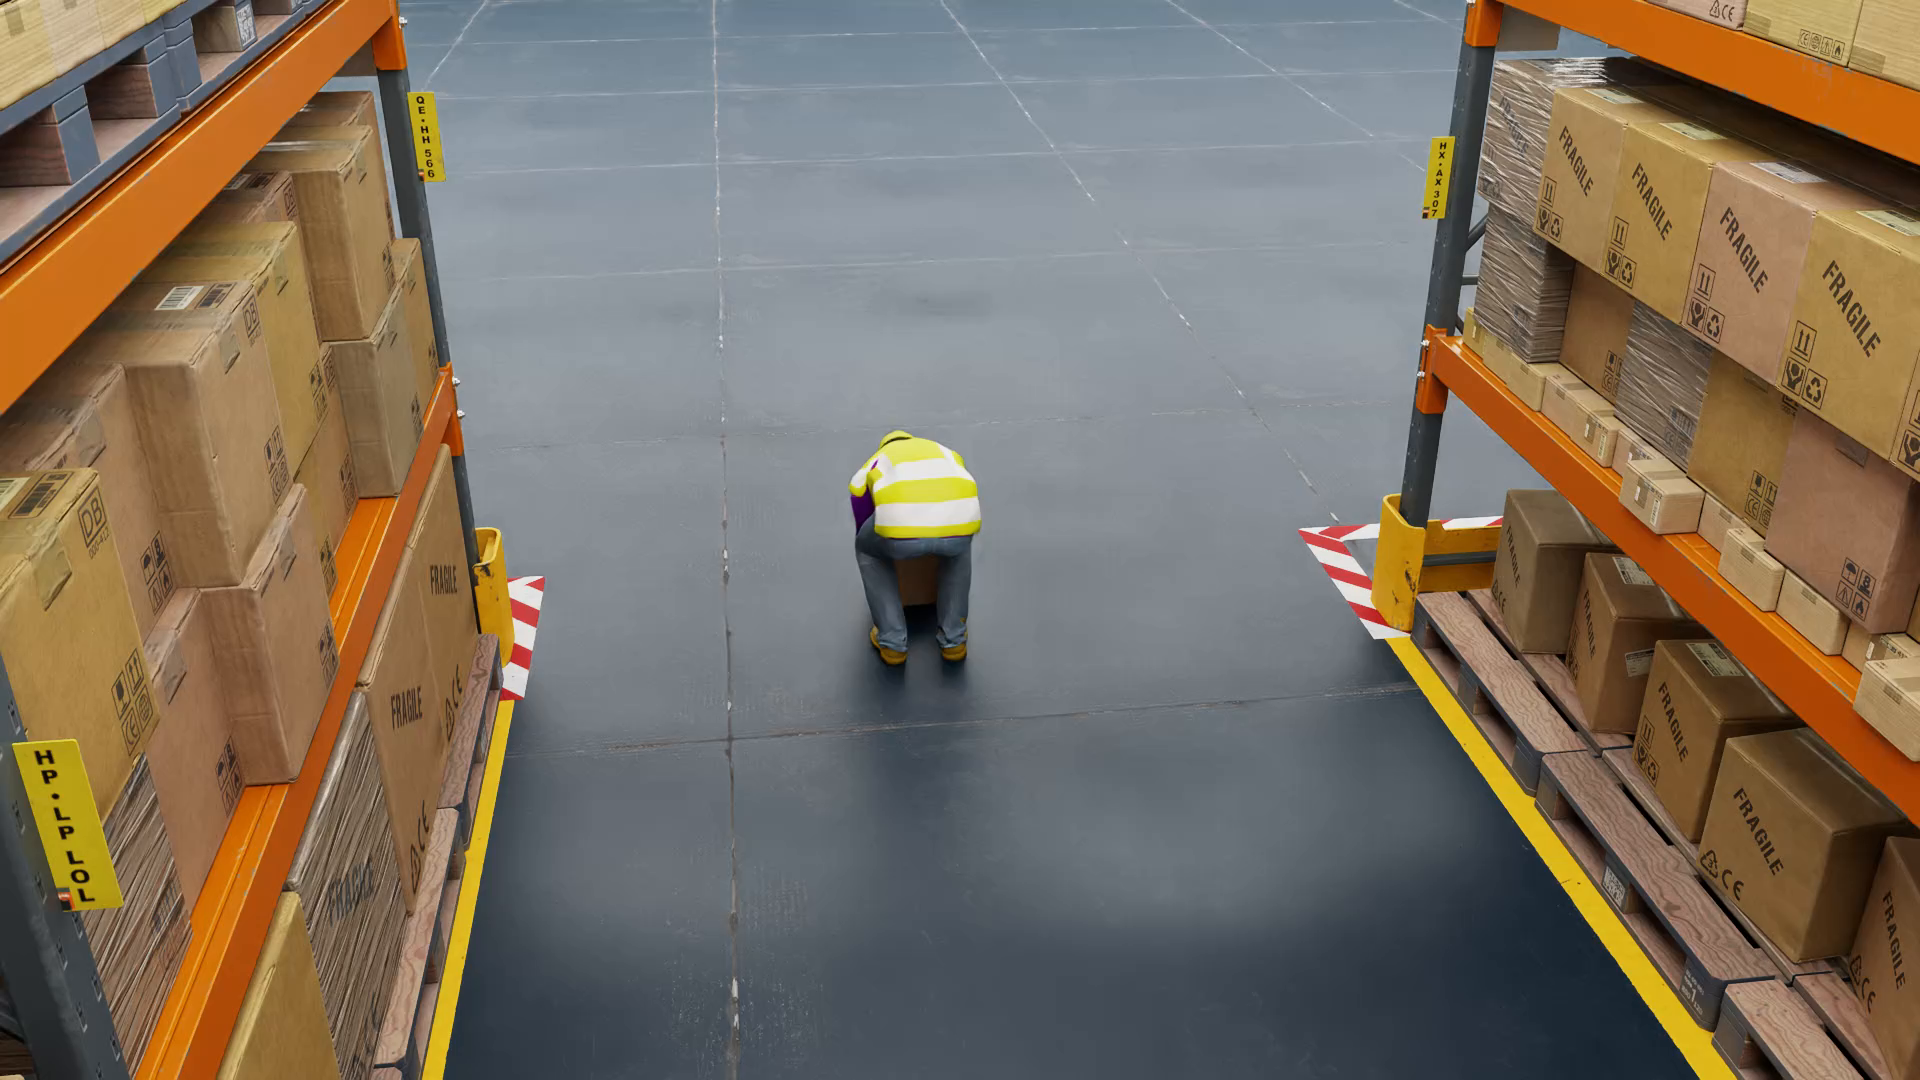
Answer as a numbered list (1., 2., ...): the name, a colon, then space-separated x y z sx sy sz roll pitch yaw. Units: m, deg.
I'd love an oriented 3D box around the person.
1. person: -0.209 -0.116 7.075 0.479 1.075 0.982 -5 27 -9
